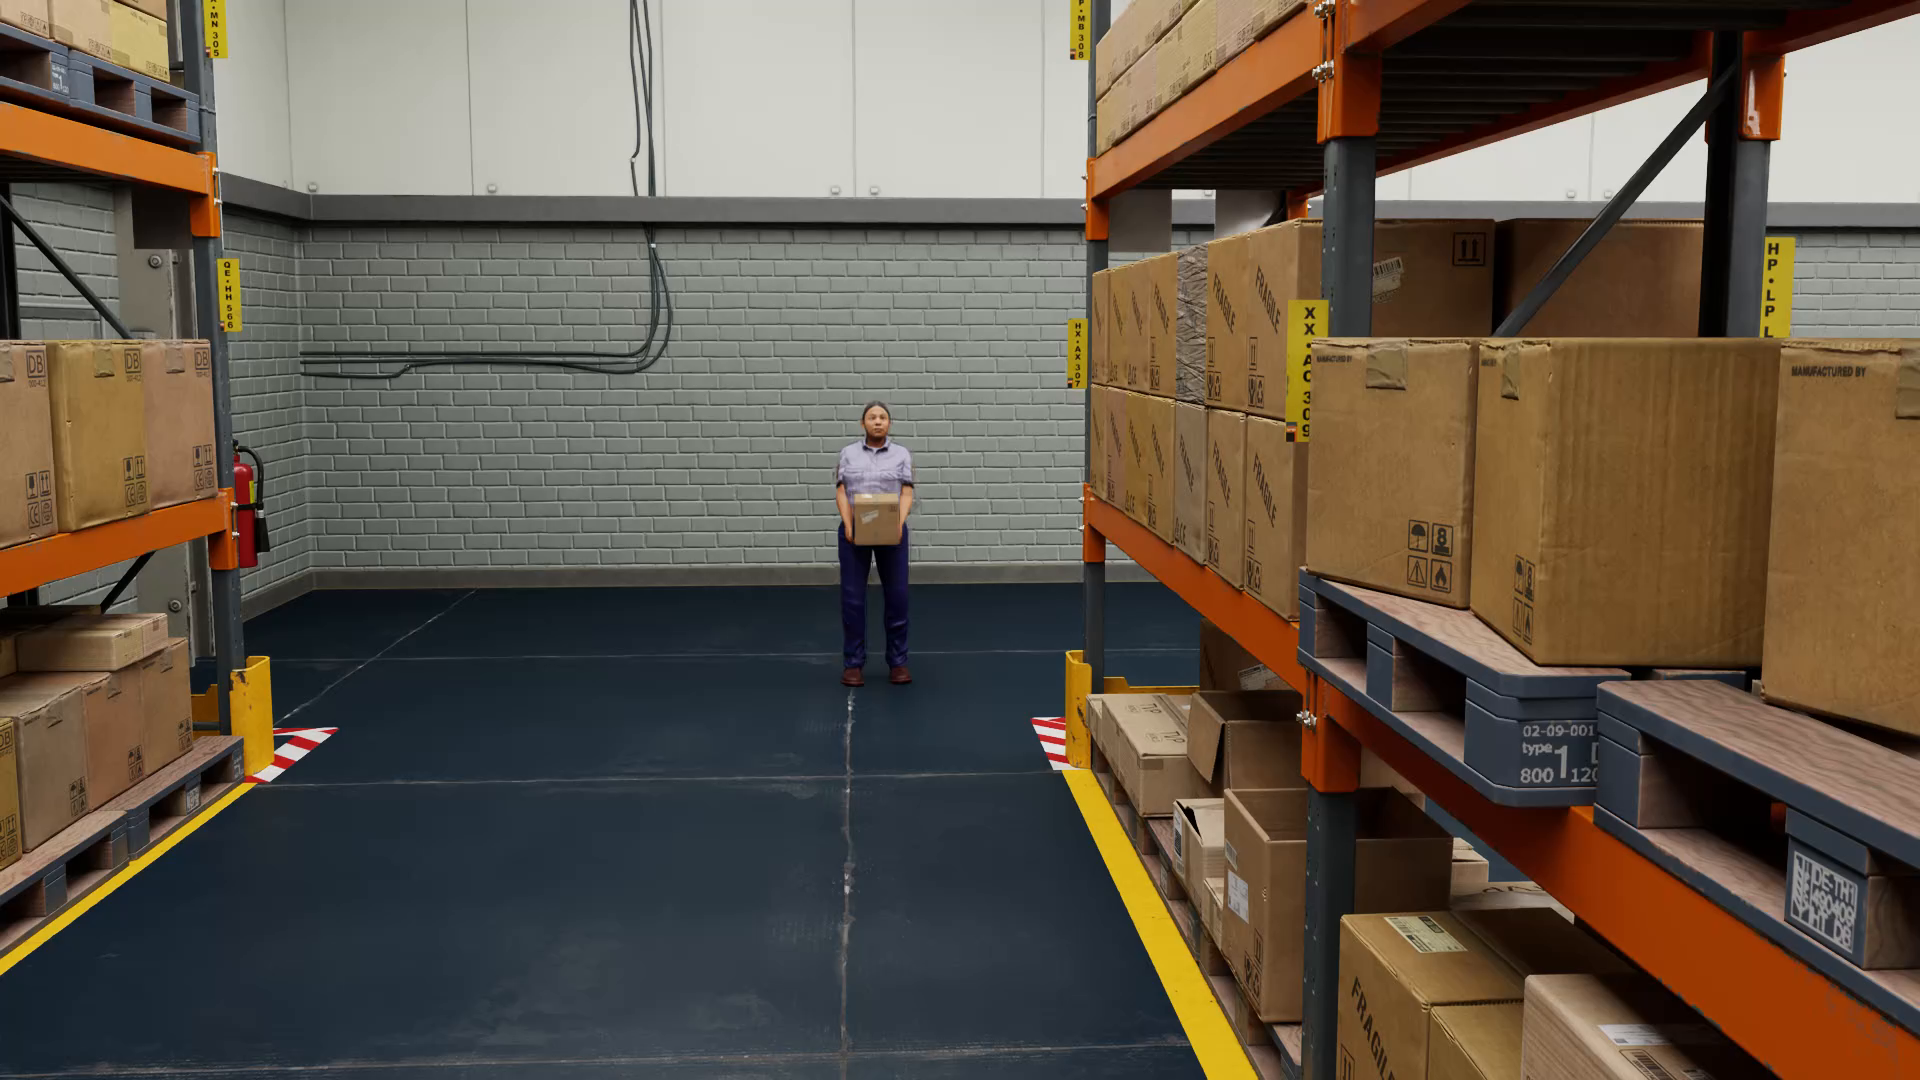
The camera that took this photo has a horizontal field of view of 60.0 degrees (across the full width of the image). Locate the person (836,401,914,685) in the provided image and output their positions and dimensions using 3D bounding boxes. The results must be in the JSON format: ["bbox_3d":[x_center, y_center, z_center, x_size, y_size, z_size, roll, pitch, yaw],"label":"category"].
[{"bbox_3d":[-0.493,0.024,9.679,0.455,1.629,0.512,0,7,-3],"label":"person"}]
